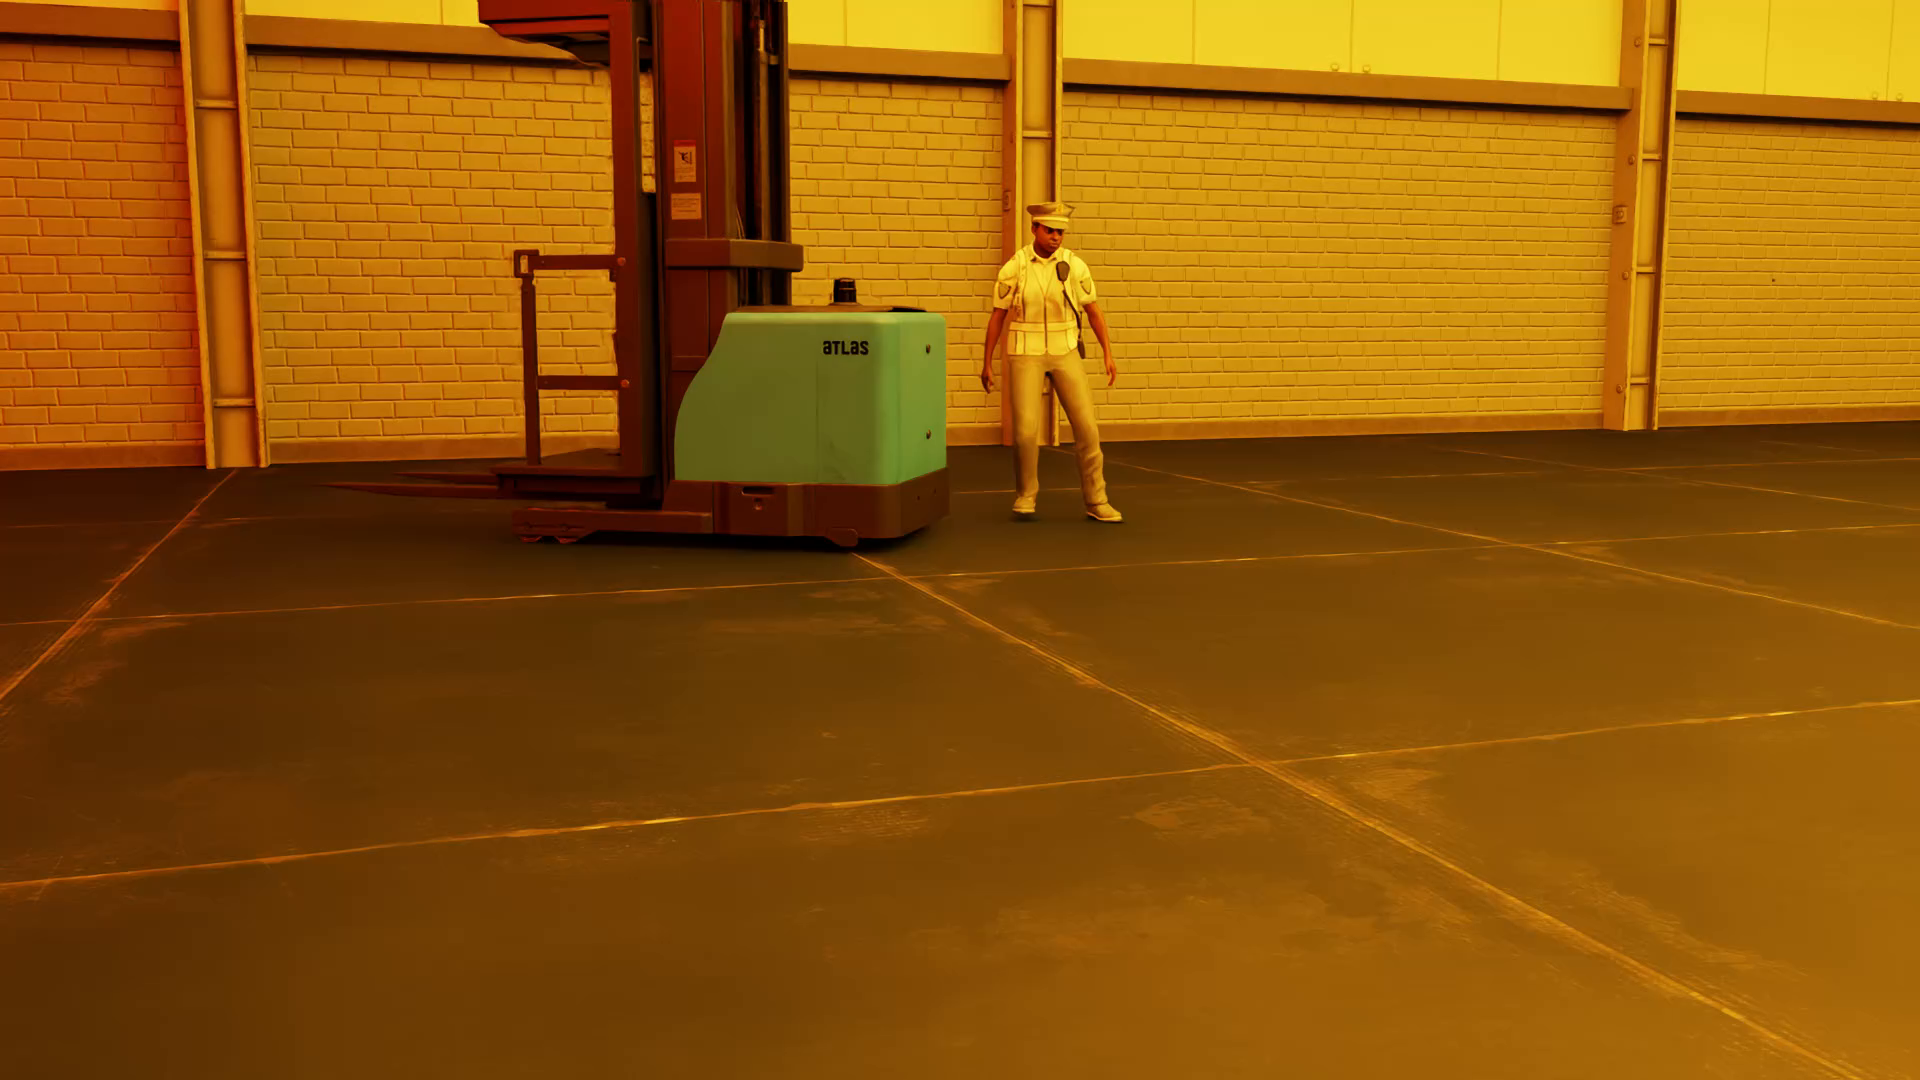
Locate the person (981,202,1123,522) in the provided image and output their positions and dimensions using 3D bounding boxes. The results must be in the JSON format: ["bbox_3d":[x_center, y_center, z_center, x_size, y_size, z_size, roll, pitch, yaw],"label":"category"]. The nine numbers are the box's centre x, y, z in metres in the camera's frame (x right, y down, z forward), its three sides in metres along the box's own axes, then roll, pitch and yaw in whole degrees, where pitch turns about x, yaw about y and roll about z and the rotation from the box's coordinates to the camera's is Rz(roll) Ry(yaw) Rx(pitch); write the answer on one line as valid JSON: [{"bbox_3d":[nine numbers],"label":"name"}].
[{"bbox_3d":[0.474,-0.915,8.612,0.727,1.631,0.391,0,8,-3],"label":"person"}]

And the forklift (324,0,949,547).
[{"bbox_3d":[-1.627,-1.501,8.083,3.031,2.935,1.130,2,8,14],"label":"forklift"}]
